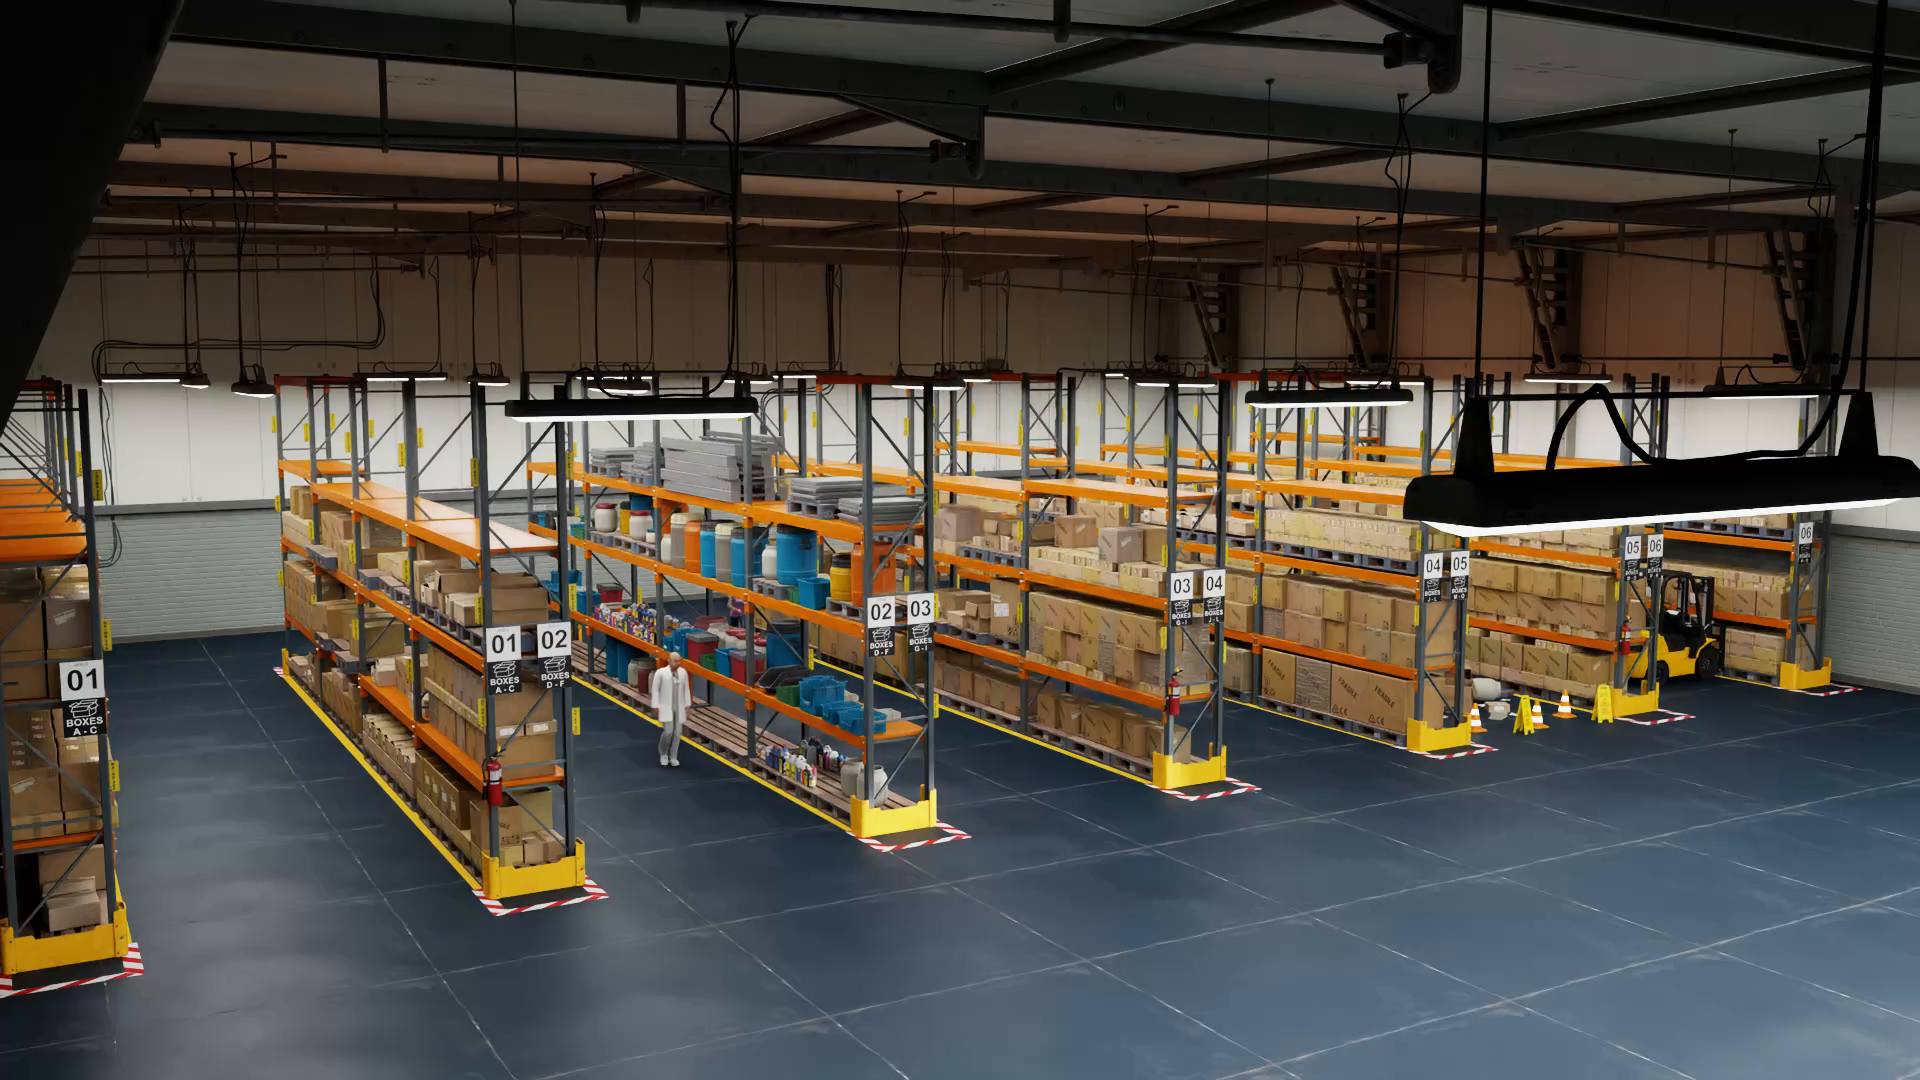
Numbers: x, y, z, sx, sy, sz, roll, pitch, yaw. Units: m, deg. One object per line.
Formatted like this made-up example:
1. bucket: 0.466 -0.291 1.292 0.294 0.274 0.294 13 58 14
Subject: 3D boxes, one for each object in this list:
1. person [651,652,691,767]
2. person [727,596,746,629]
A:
1. person: -4.477 2.625 25.823 0.621 1.786 0.510 -4 8 -34
2. person: -4.797 1.620 36.030 0.541 1.516 0.794 -2 7 -19
